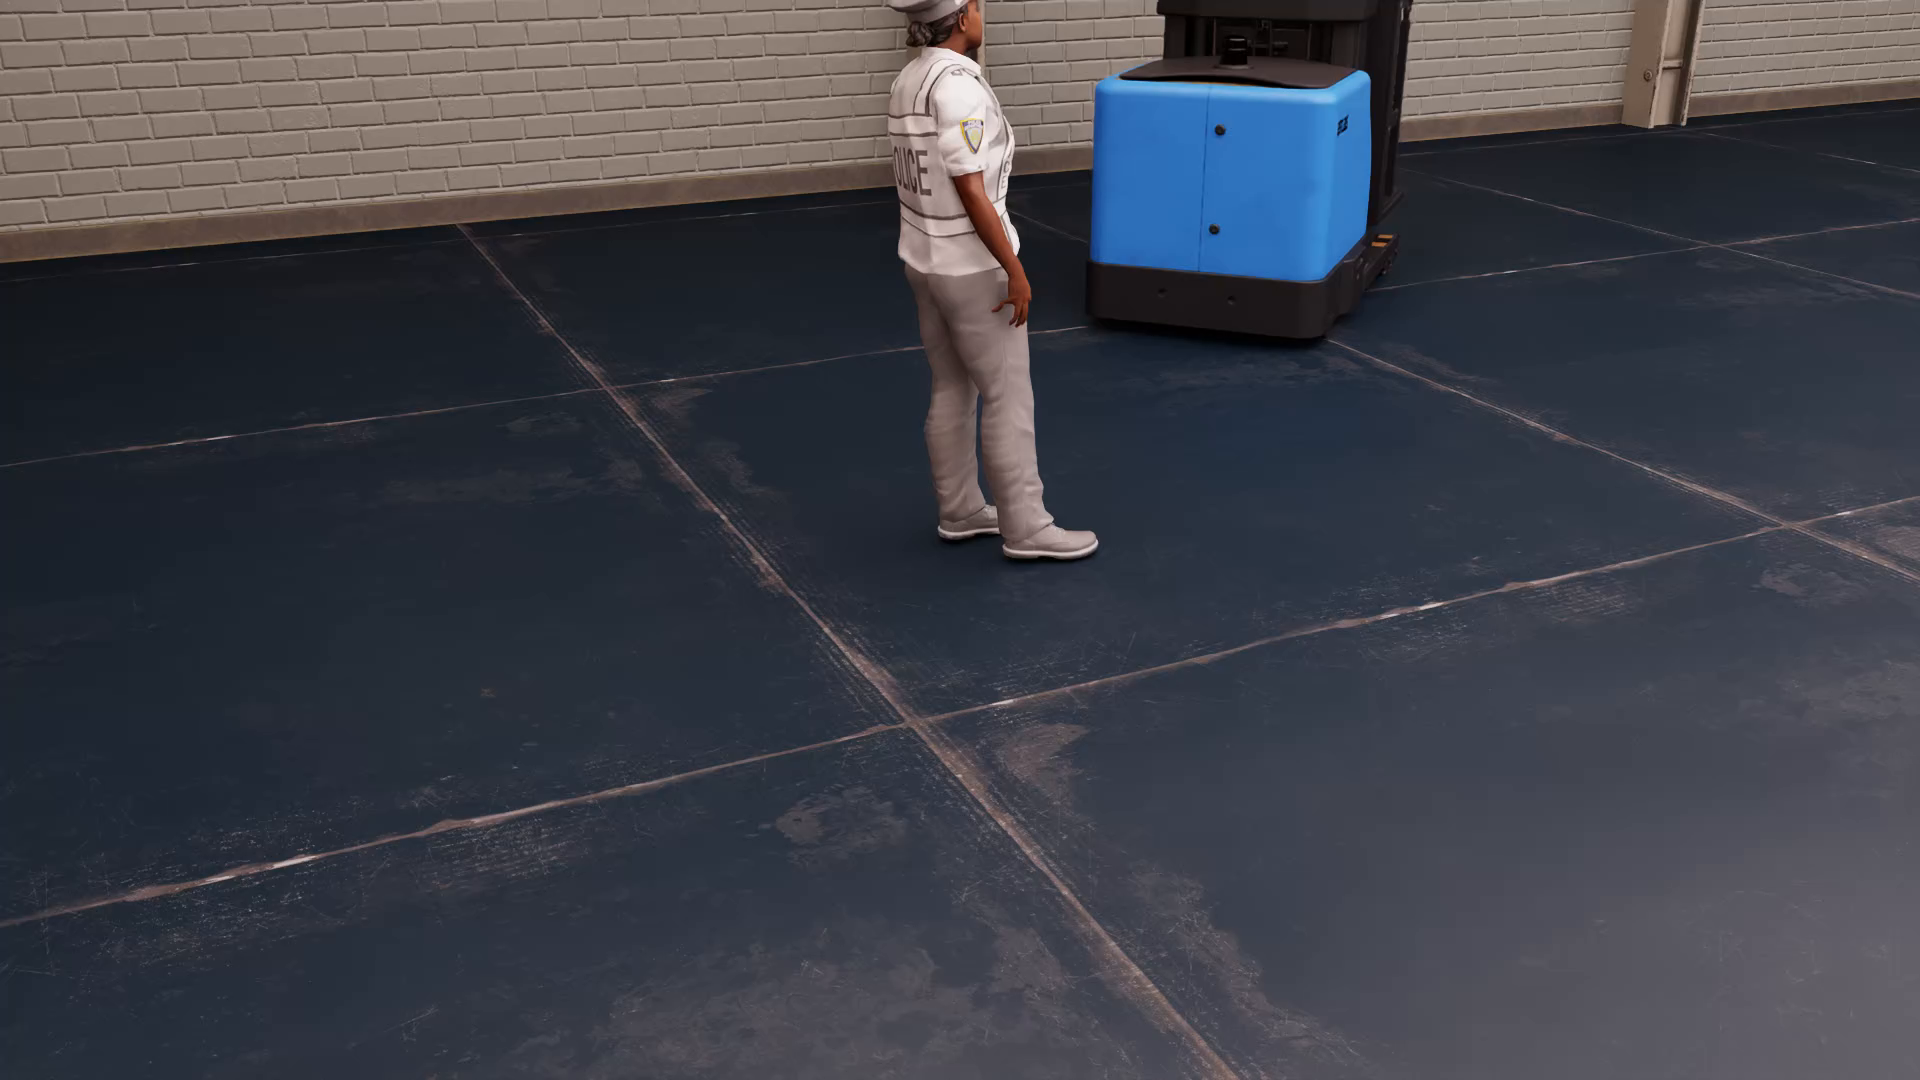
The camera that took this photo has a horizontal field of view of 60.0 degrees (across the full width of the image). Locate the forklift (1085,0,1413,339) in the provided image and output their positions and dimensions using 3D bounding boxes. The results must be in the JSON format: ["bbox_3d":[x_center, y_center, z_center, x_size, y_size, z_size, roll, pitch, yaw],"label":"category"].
[{"bbox_3d":[1.589,-2.727,7.851,1.130,2.935,3.031,9,24,21],"label":"forklift"}]

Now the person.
[{"bbox_3d":[0.076,-0.794,4.792,0.530,1.695,0.570,-10,25,-23],"label":"person"}]
